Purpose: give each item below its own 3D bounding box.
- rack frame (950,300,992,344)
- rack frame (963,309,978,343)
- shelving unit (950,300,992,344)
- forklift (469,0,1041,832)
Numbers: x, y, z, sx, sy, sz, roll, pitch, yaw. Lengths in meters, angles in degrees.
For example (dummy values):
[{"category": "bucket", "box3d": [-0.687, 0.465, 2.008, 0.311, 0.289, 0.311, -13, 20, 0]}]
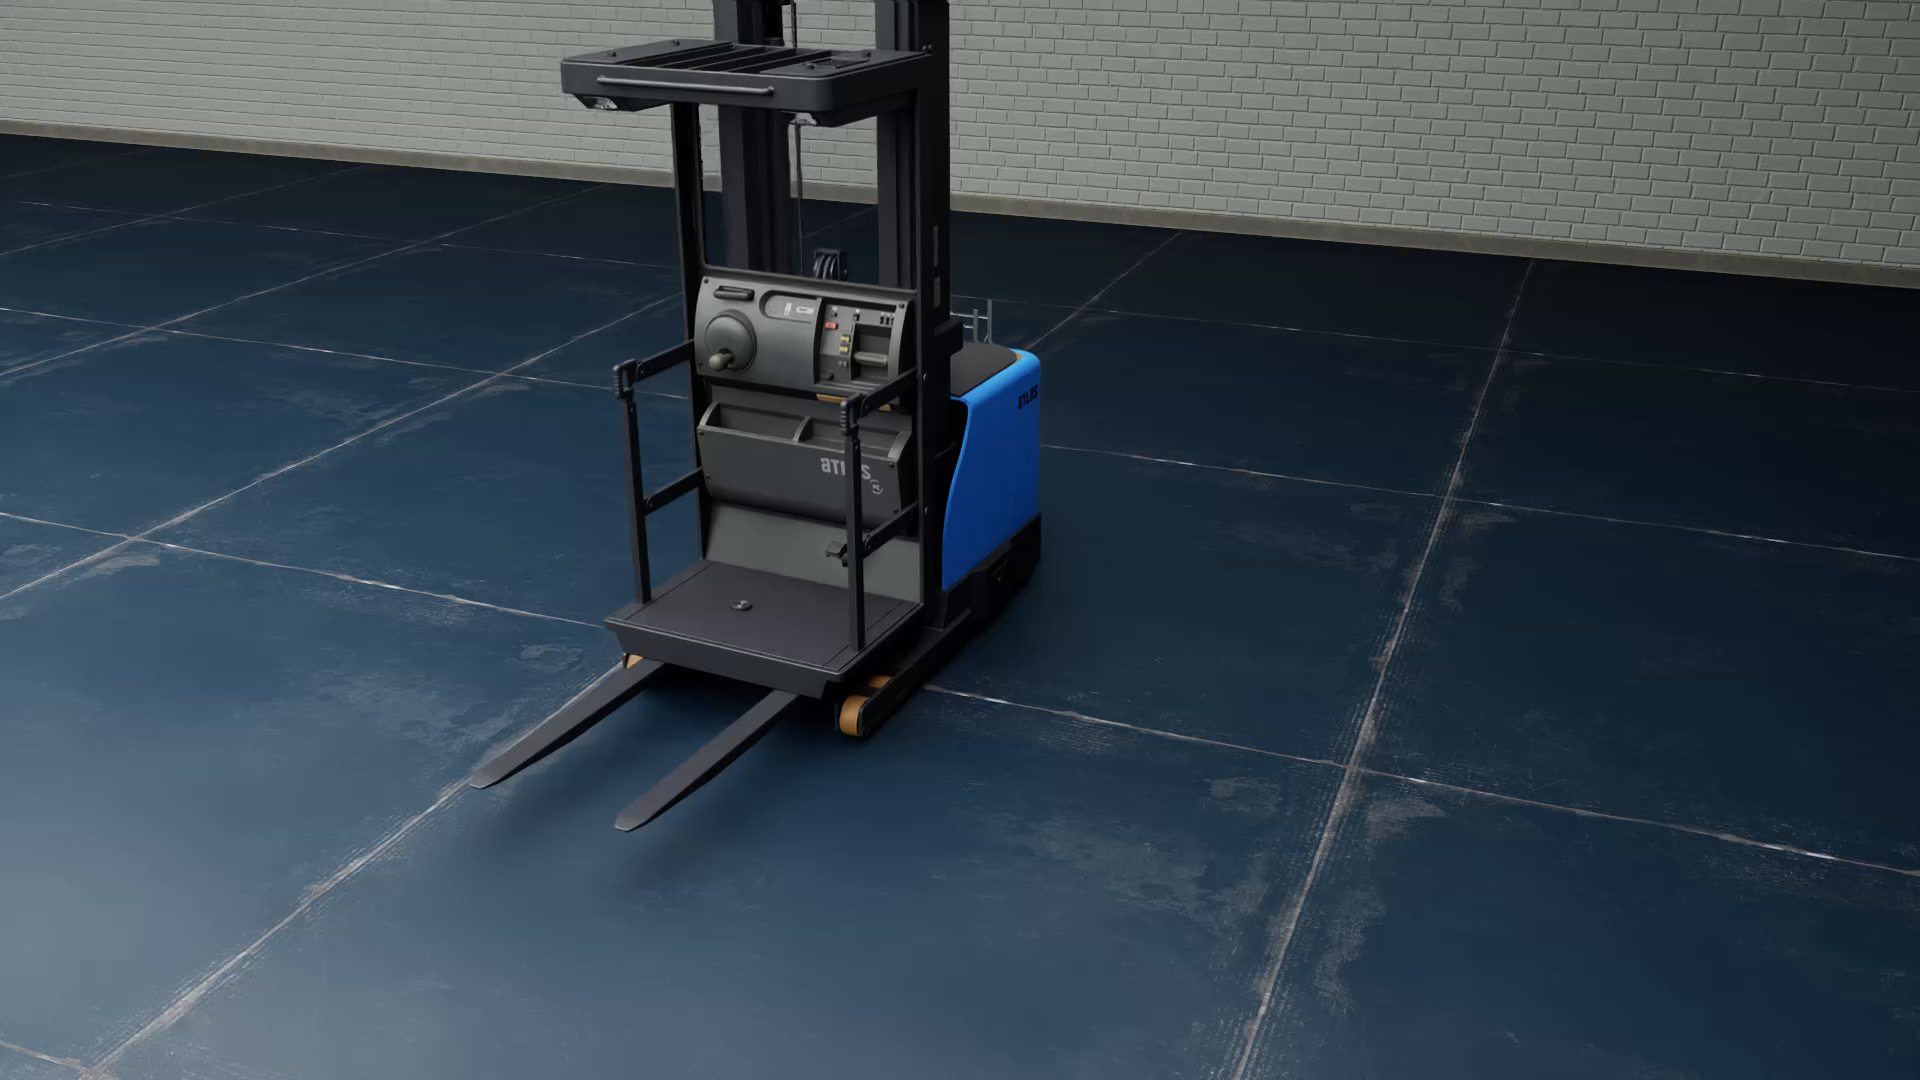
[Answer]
[{"category": "rack frame", "box3d": [0.039, -0.592, 8.110, 0.240, 1.200, 0.006, 9, 24, 20]}, {"category": "rack frame", "box3d": [-0.029, -0.526, 7.953, 0.240, 1.200, 0.006, 9, 24, 20]}, {"category": "shelving unit", "box3d": [0.005, -0.559, 8.031, 0.258, 1.200, 0.189, 9, 24, 20]}, {"category": "forklift", "box3d": [-0.719, -0.781, 6.317, 1.130, 2.935, 3.031, 11, 25, 24]}]
